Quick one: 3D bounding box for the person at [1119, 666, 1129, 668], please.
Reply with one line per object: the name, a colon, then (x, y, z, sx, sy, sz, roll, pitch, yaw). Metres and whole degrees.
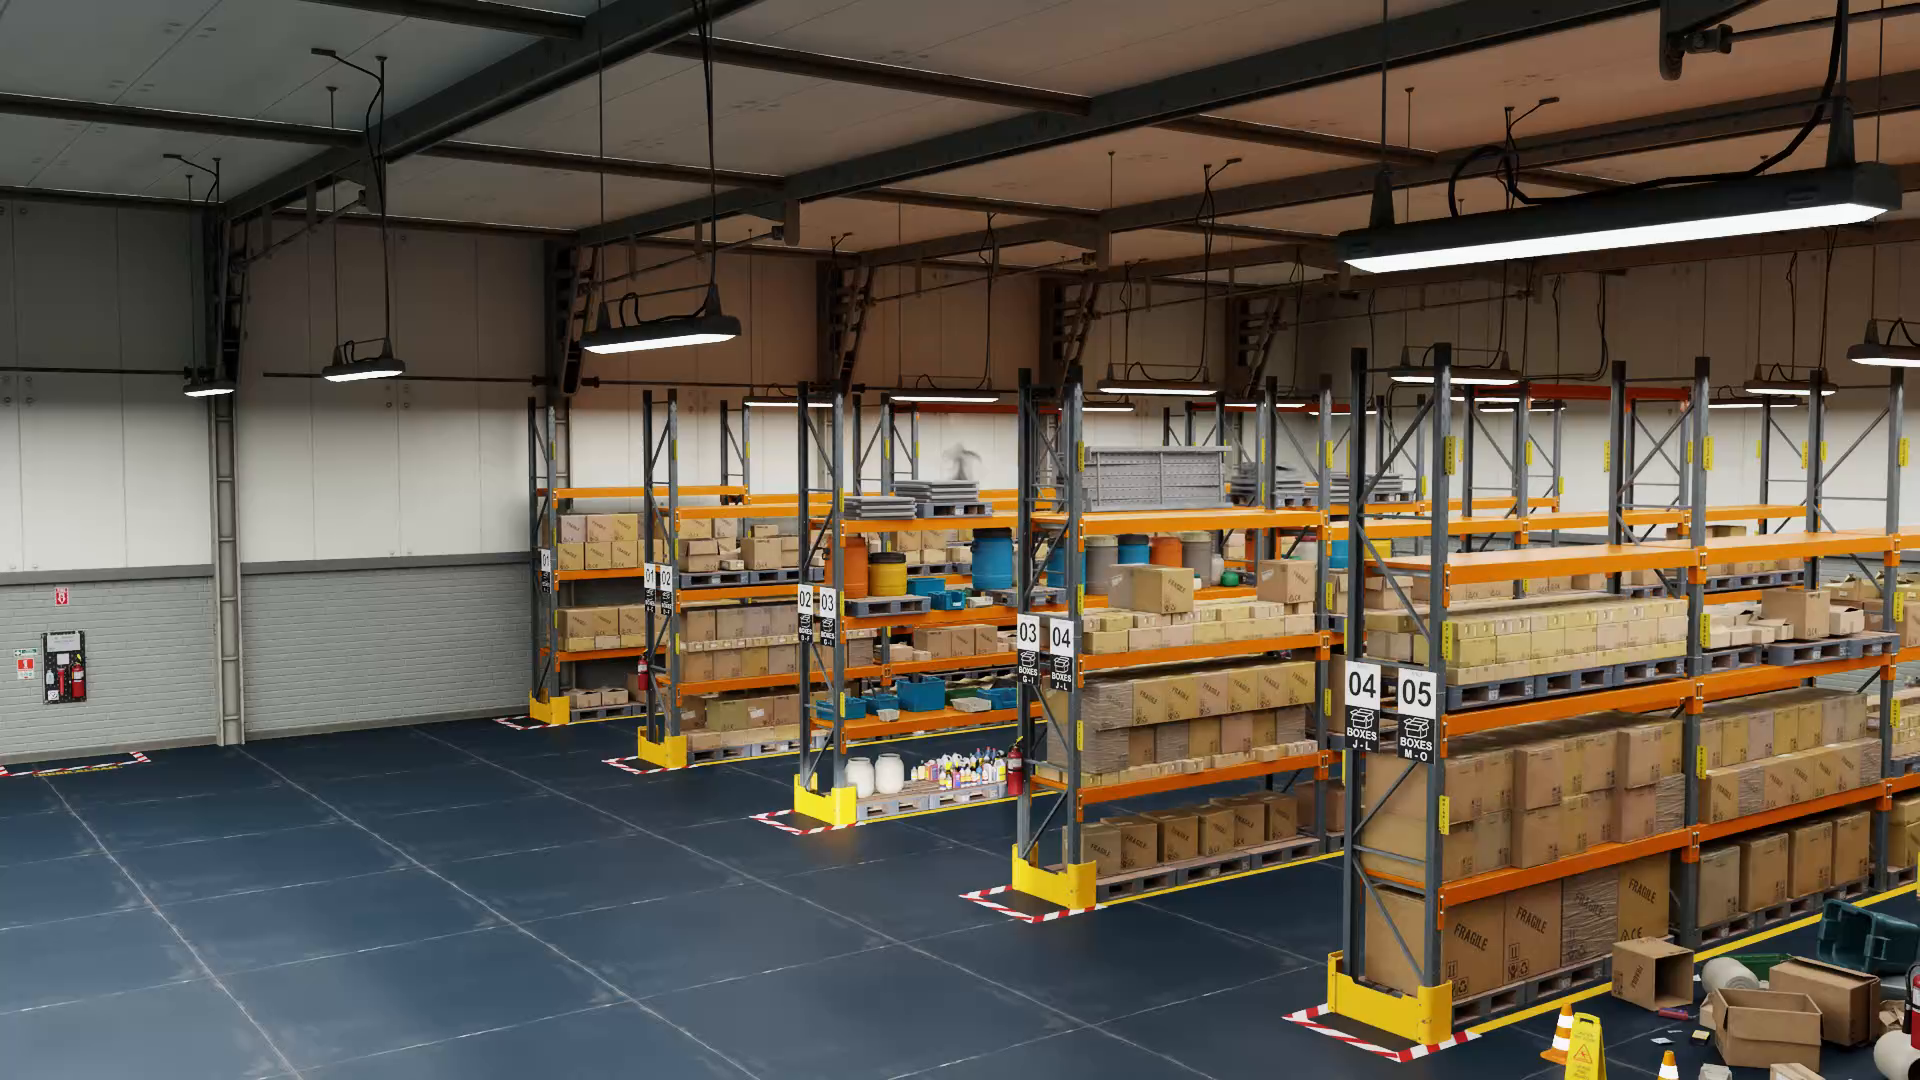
person: (2.786, 2.577, 29.070, 0.664, 1.759, 0.667, -2, 4, -33)

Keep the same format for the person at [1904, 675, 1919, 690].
person: (13.914, 2.862, 24.157, 0.829, 1.818, 0.657, -2, 4, -29)
